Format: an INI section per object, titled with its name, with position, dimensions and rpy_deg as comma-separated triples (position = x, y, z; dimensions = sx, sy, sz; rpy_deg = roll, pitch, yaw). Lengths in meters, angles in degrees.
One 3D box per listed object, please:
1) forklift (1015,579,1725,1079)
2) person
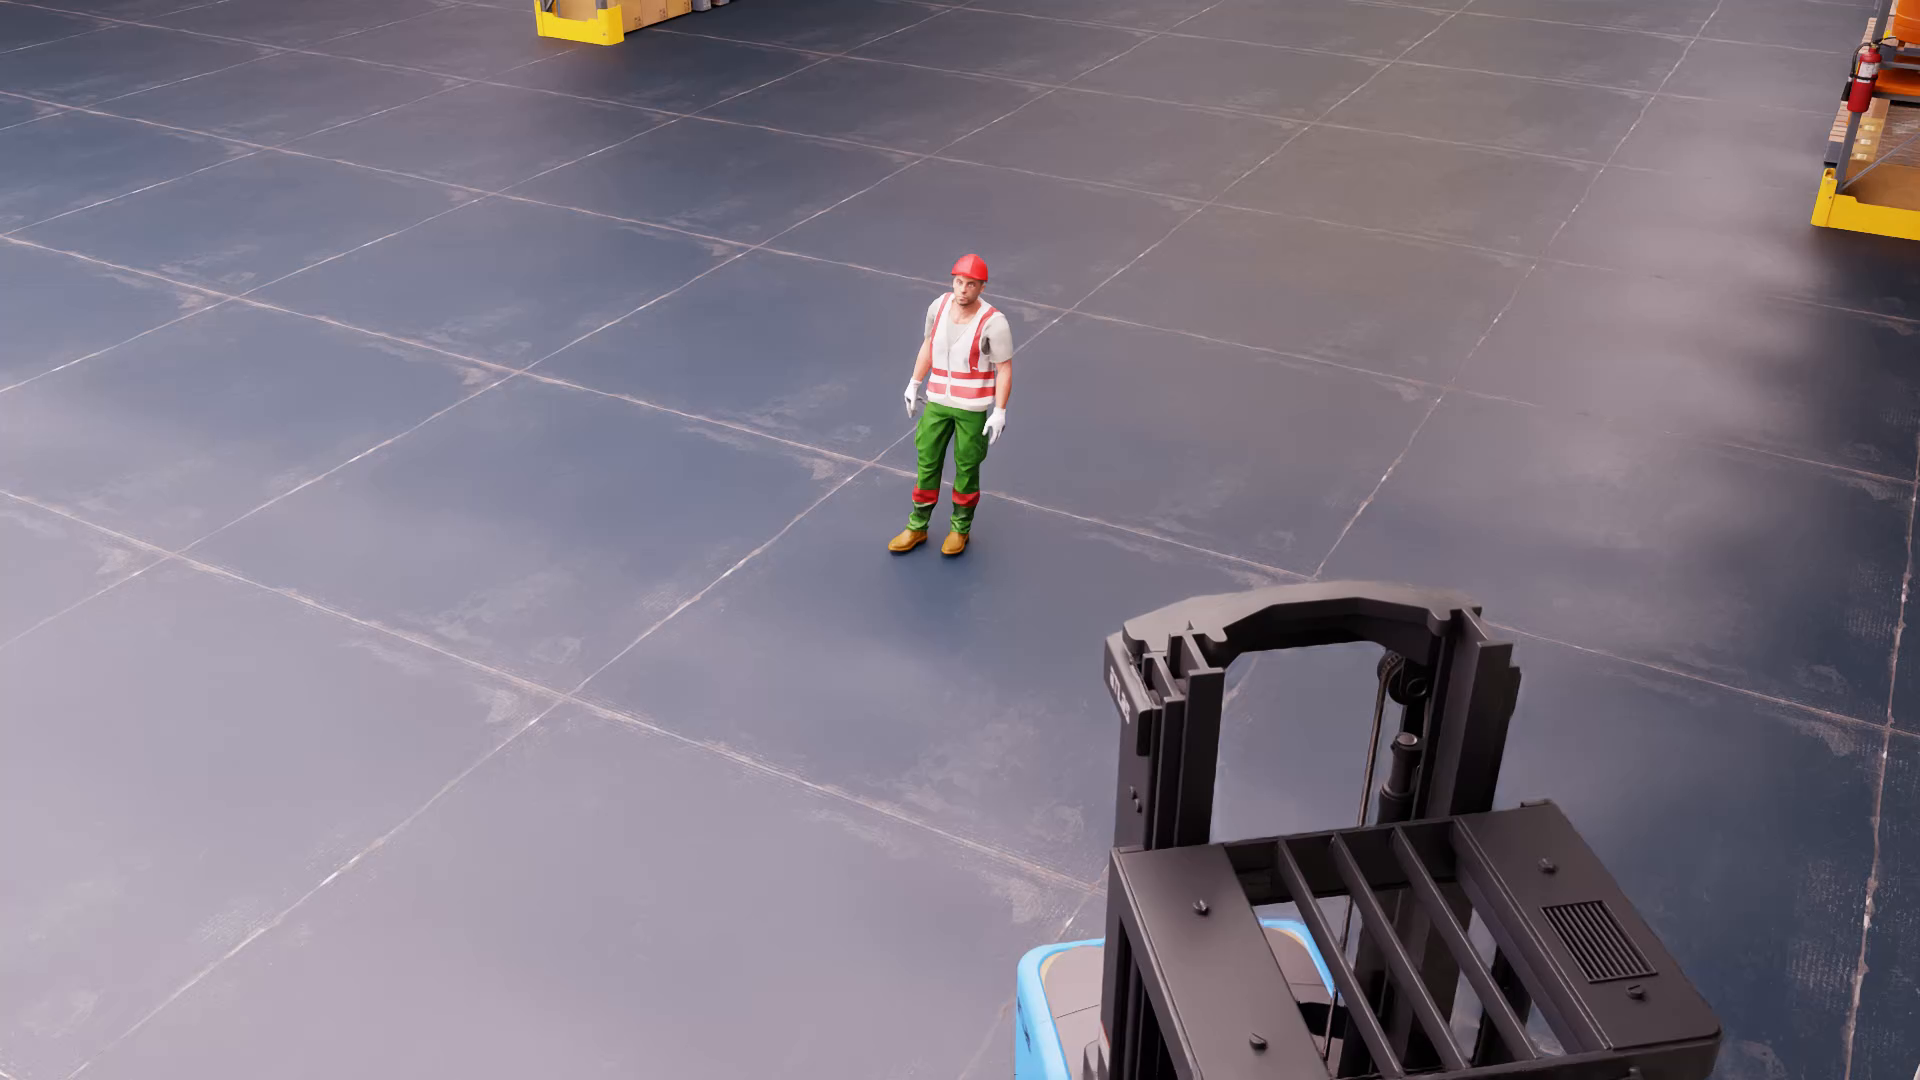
[forklift]
position = 0.928, 1.698, 4.129
dimensions = 1.130, 2.935, 3.031
rpy_deg = -5, 30, -8
[person]
position = -0.049, -0.749, 9.497
dimensions = 0.637, 1.787, 0.564
rpy_deg = 15, 33, 25
